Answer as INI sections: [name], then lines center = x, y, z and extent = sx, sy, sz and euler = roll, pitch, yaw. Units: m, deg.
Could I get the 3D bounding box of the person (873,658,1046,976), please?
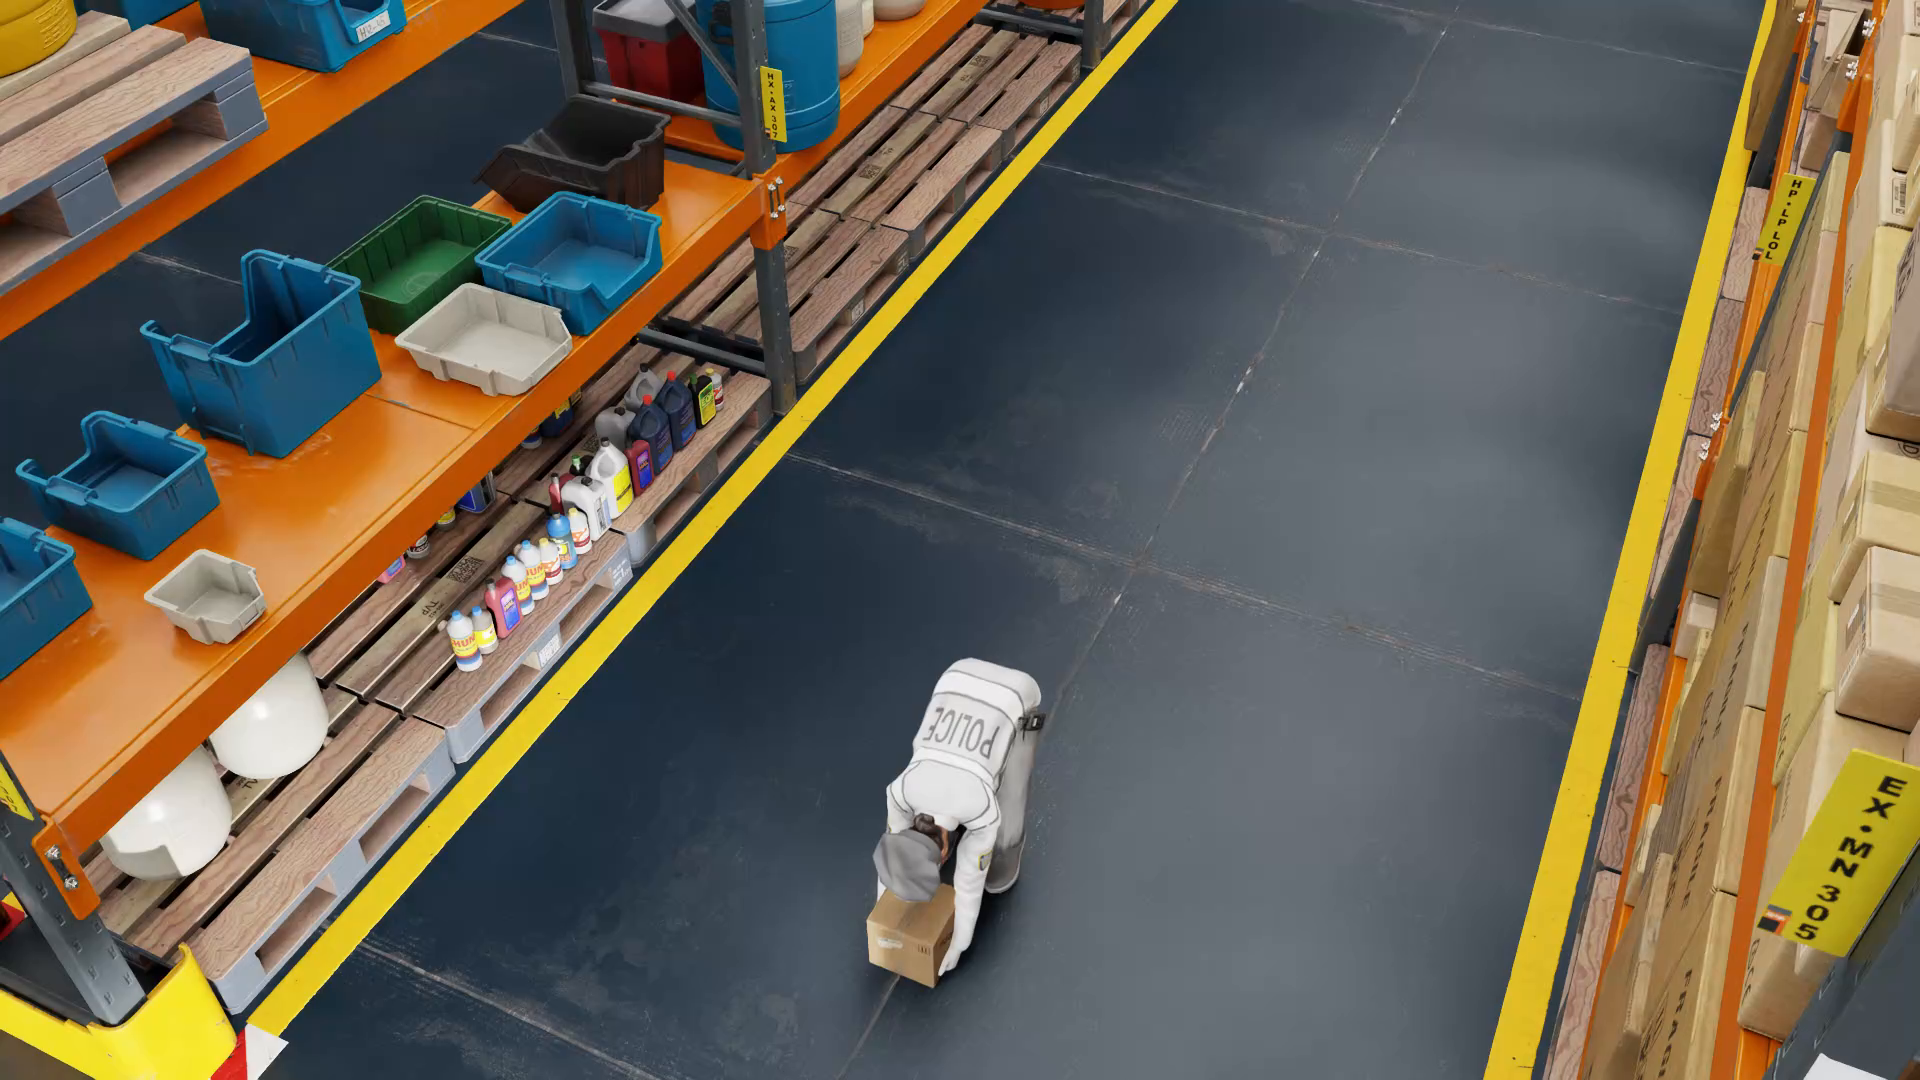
[person]
center = -0.005, 0.942, 5.742
extent = 0.469, 0.834, 0.890
euler = 16, 45, 17
